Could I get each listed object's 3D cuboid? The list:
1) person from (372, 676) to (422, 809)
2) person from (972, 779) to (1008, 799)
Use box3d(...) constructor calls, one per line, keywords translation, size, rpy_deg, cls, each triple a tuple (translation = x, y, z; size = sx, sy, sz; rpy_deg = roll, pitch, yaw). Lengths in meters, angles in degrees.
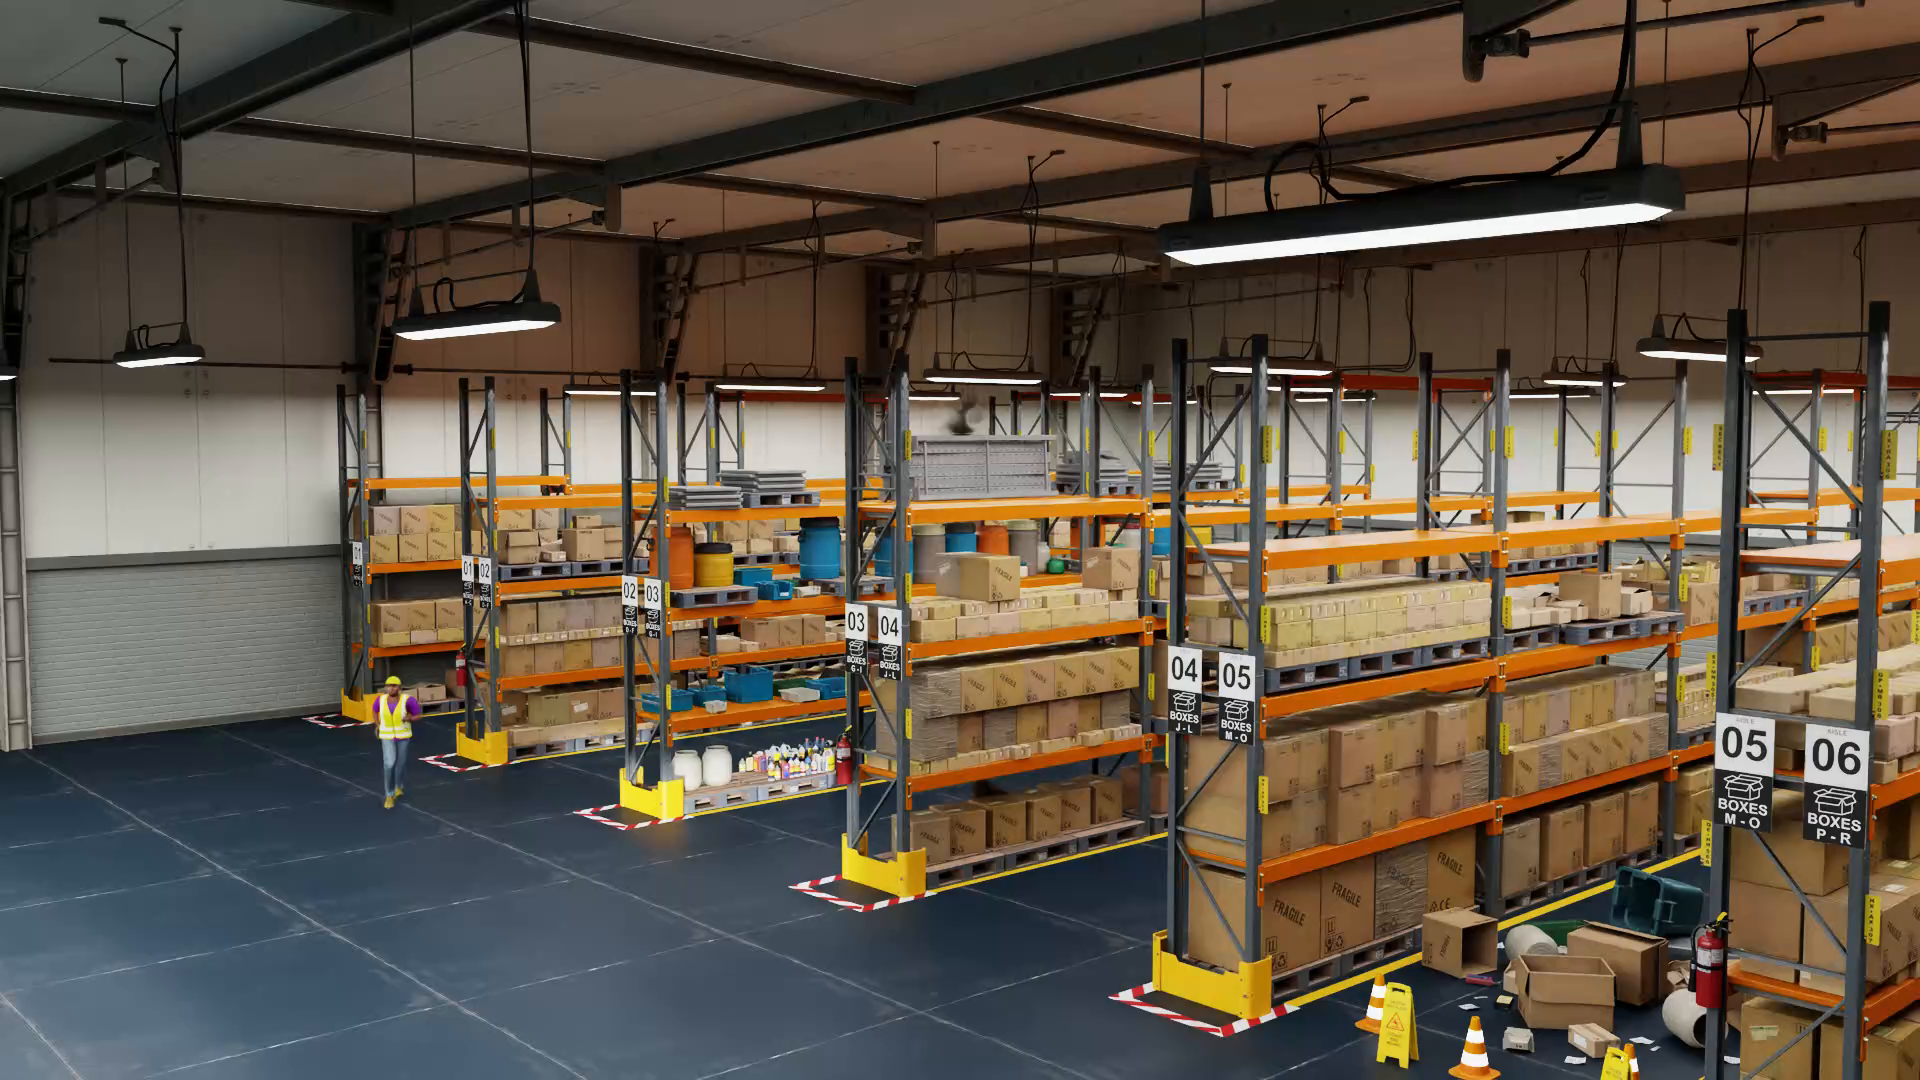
box3d(translation=(-7.799, 2.786, 23.048), size=(0.661, 1.836, 0.771), rpy_deg=(-1, 4, -17), cls="person")
box3d(translation=(0.338, 2.847, 21.878), size=(0.711, 1.779, 0.959), rpy_deg=(3, 5, 42), cls="person")
